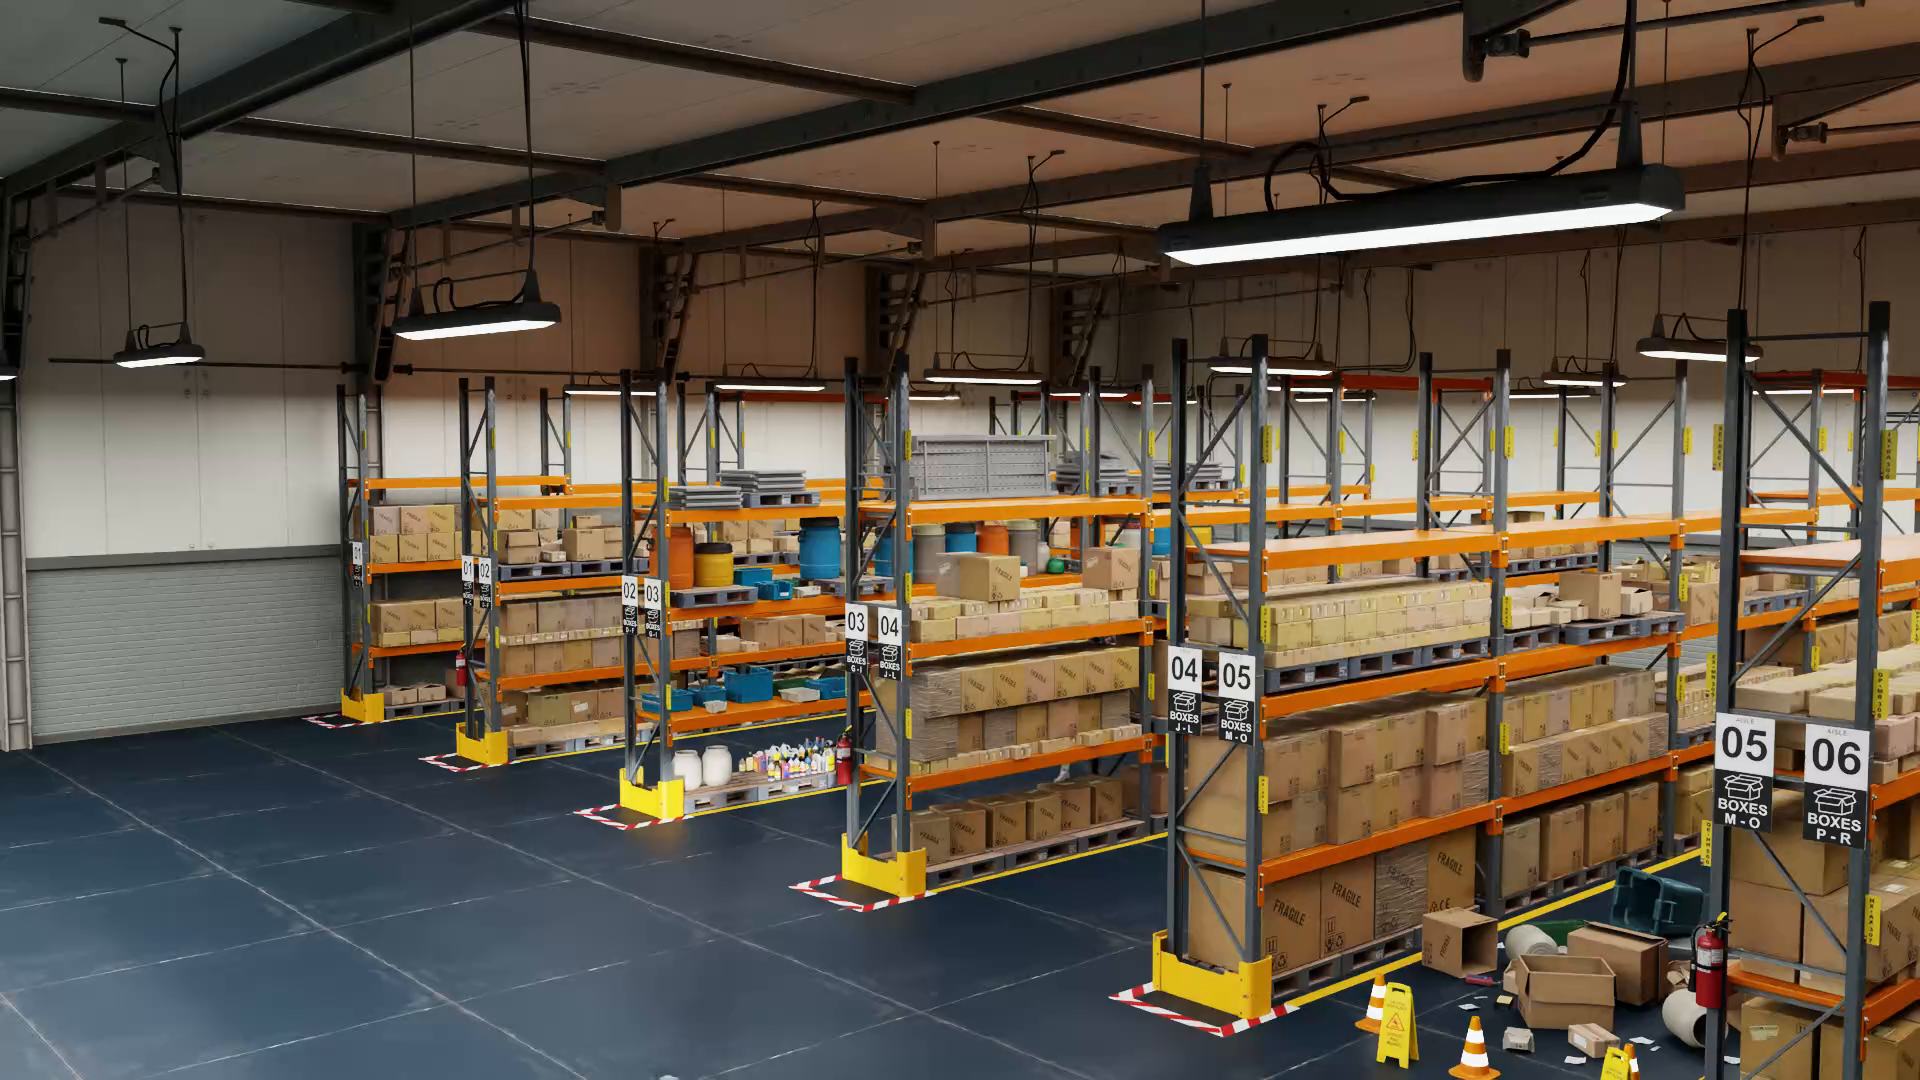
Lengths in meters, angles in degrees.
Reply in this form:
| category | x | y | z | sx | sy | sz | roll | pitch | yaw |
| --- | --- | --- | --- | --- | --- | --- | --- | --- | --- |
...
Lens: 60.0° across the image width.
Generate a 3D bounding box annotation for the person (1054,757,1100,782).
| category | x | y | z | sx | sy | sz | roll | pitch | yaw |
| --- | --- | --- | --- | --- | --- | --- | --- | --- | --- |
| person | 1.709 | 2.665 | 24.593 | 0.871 | 1.779 | 0.688 | -4 | 5 | -44 |
